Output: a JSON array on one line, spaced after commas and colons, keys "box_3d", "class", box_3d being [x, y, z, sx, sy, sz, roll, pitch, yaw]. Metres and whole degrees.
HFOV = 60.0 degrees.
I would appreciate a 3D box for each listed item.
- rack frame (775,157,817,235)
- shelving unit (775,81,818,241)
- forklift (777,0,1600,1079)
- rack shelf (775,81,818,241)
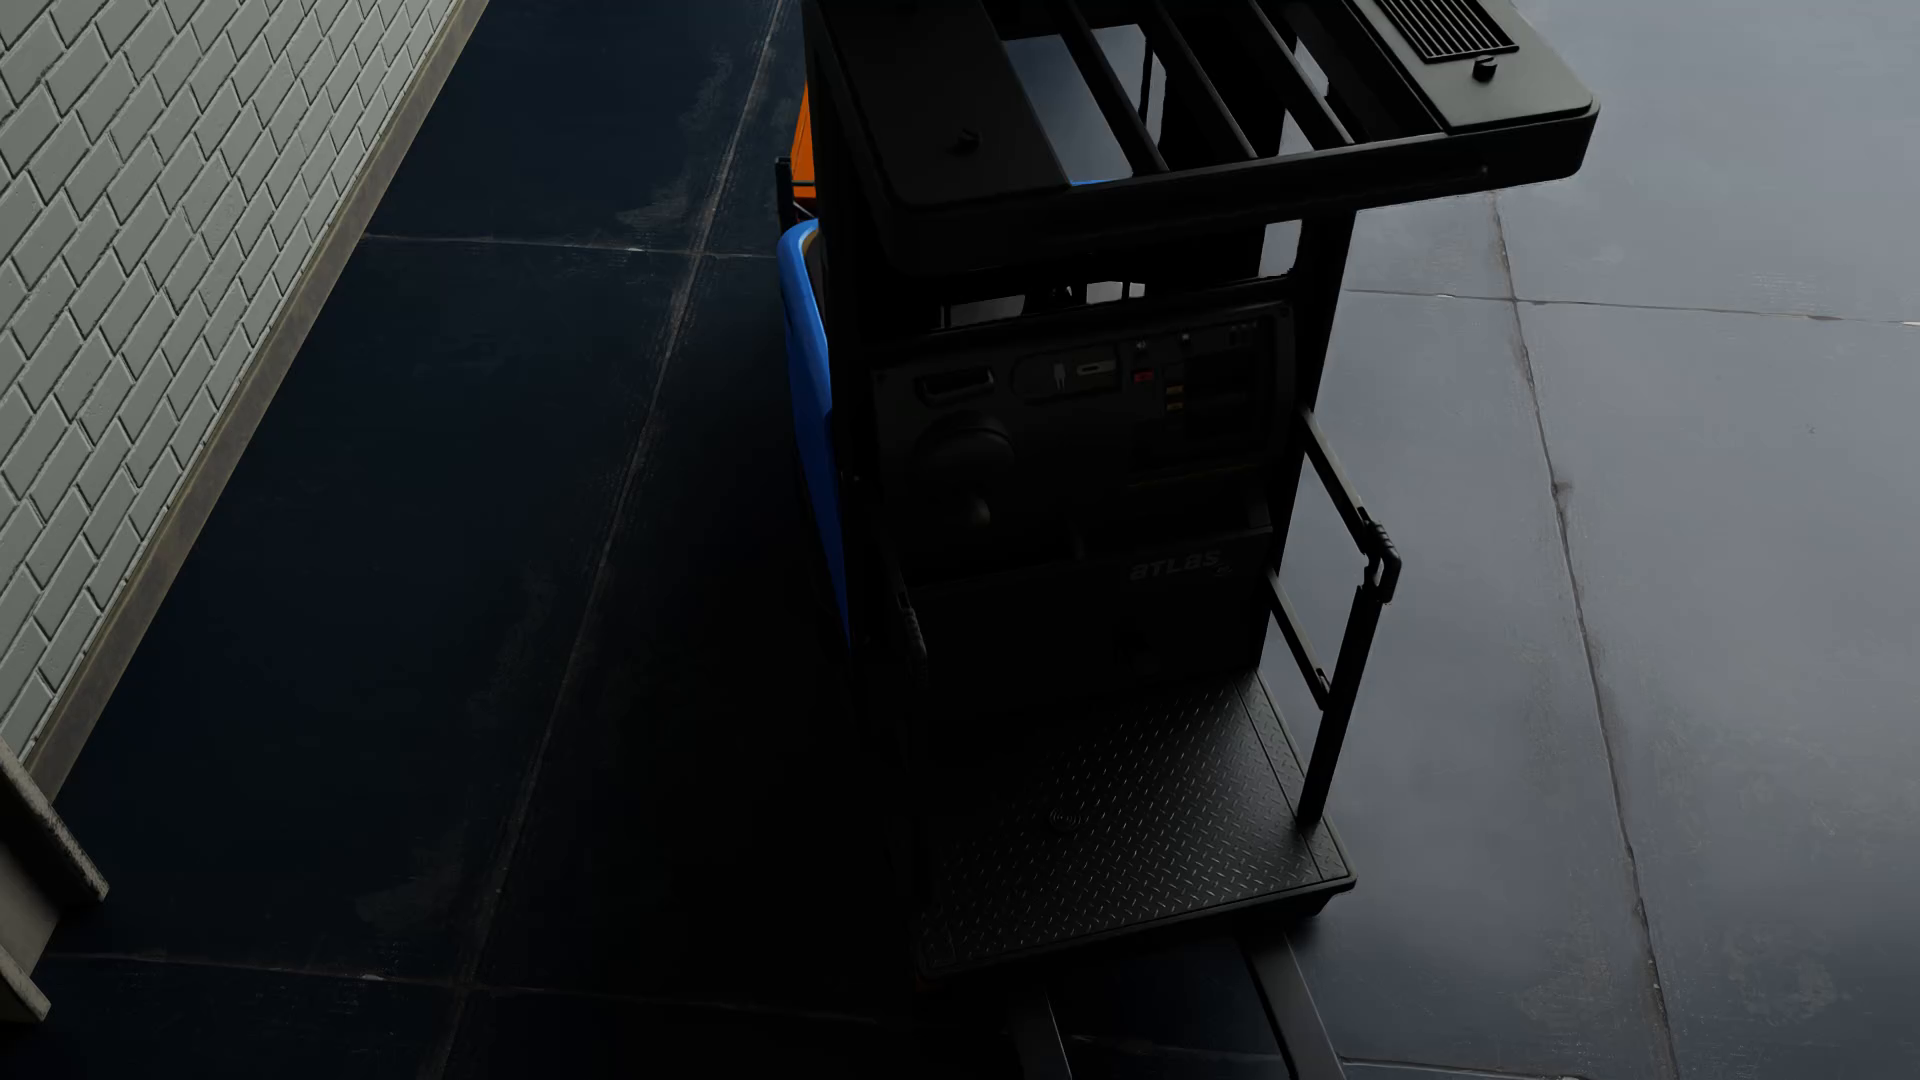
[{"box_3d": [-0.274, -0.687, 5.116, 0.500, 1.125, 0.032, 3, 48, 2], "class": "rack frame"}, {"box_3d": [-0.244, -1.061, 5.458, 0.538, 1.125, 1.048, 3, 48, 2], "class": "shelving unit"}, {"box_3d": [0.326, -0.171, 3.420, 1.130, 2.935, 3.031, -10, 48, -9], "class": "forklift"}, {"box_3d": [-0.244, -1.259, 5.242, 0.538, 0.278, 1.000, 3, 48, 2], "class": "rack shelf"}]
